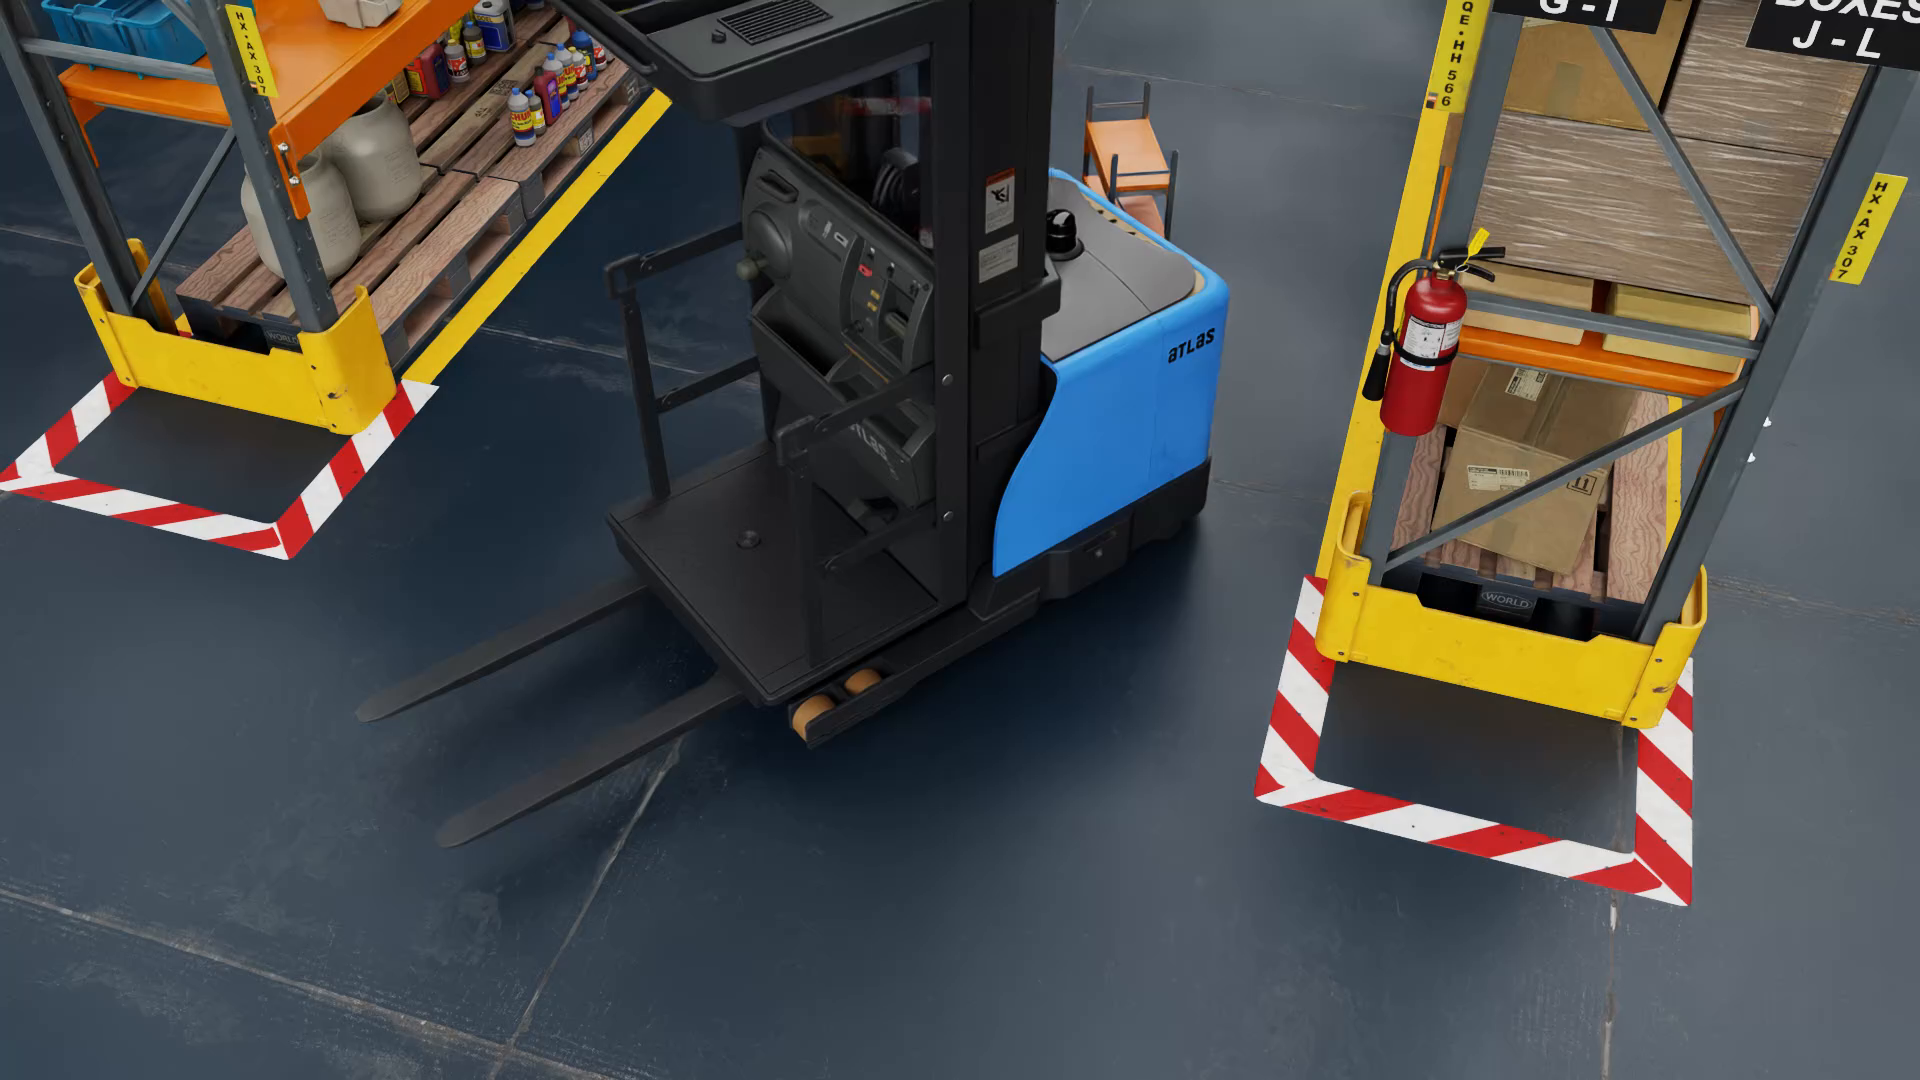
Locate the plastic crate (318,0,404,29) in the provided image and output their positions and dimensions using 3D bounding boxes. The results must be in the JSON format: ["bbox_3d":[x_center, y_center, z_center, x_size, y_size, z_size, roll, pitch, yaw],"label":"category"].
[{"bbox_3d":[-2.321,-2.094,6.433,0.298,0.136,0.250,13,46,13],"label":"plastic crate"}]

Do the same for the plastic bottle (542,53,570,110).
[{"bbox_3d":[-1.948,-2.213,8.003,0.097,0.271,0.097,0,44,0],"label":"plastic bottle"}]

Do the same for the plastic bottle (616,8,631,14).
[{"bbox_3d":[-1.763,-2.703,8.447,0.144,0.351,0.185,12,46,12],"label":"plastic bottle"}]

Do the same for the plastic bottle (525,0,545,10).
[{"bbox_3d":[-2.256,-2.936,8.741,0.097,0.271,0.097,0,44,0],"label":"plastic bottle"}]

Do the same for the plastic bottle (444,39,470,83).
[{"bbox_3d":[-2.491,-2.374,8.218,0.097,0.201,0.097,0,44,0],"label":"plastic bottle"}]

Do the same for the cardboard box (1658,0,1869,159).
[{"bbox_3d":[2.248,-1.419,4.556,0.500,0.500,0.500,13,46,13],"label":"cardboard box"}]

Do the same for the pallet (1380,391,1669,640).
[{"bbox_3d":[2.125,-0.199,6.302,1.003,0.211,1.213,13,46,13],"label":"pallet"}]

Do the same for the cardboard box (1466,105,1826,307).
[{"bbox_3d":[2.015,-1.113,4.959,0.875,0.500,0.500,13,46,13],"label":"cardboard box"}]

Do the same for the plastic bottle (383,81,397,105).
[{"bbox_3d":[-2.760,-2.134,7.972,0.097,0.201,0.097,0,44,0],"label":"plastic bottle"}]

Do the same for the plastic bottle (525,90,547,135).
[{"bbox_3d":[-2.021,-2.028,7.864,0.097,0.201,0.097,0,44,0],"label":"plastic bottle"}]

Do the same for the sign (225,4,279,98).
[{"bbox_3d":[-2.375,-1.639,5.582,0.100,0.325,0.005,13,46,13],"label":"sign"}]

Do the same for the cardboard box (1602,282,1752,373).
[{"bbox_3d":[2.136,-0.660,4.960,0.380,0.149,0.250,13,46,13],"label":"cardboard box"}]

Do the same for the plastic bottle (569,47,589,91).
[{"bbox_3d":[-1.888,-2.320,8.163,0.097,0.201,0.097,0,44,0],"label":"plastic bottle"}]

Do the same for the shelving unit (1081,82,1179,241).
[{"bbox_3d":[0.633,-1.124,6.541,0.258,1.200,0.503,-5,45,-5],"label":"shelving unit"}]

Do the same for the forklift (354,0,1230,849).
[{"bbox_3d":[-0.550,-0.788,4.960,3.031,2.935,1.130,-28,51,-26],"label":"forklift"}]

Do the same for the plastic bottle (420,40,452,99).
[{"bbox_3d":[-2.556,-2.303,8.086,0.061,0.283,0.133,13,46,13],"label":"plastic bottle"}]

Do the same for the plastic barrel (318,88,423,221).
[{"bbox_3d":[-2.620,-1.709,7.331,0.421,0.512,0.421,0,44,0],"label":"plastic barrel"}]

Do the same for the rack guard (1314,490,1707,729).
[{"bbox_3d":[1.845,0.232,5.655,1.175,0.500,0.348,13,46,13],"label":"rack guard"}]

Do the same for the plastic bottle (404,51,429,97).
[{"bbox_3d":[-2.657,-2.323,8.112,0.152,0.276,0.135,13,46,13],"label":"plastic bottle"}]

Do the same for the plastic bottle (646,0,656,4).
[{"bbox_3d":[-1.665,-2.918,8.667,0.144,0.351,0.185,10,45,10],"label":"plastic bottle"}]

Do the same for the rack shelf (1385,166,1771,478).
[{"bbox_3d":[2.428,-1.687,6.343,1.077,0.370,4.000,13,46,13],"label":"rack shelf"}]

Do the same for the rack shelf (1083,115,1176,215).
[{"bbox_3d":[0.633,-1.405,6.266,0.258,0.148,0.480,-5,45,-5],"label":"rack shelf"}]

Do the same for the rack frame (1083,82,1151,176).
[{"bbox_3d":[0.603,-1.294,6.714,0.240,1.200,0.015,-5,45,-5],"label":"rack frame"}]

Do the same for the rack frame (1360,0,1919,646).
[{"bbox_3d":[1.822,-0.611,4.729,1.000,3.000,0.127,13,46,13],"label":"rack frame"}]

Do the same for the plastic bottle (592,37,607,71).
[{"bbox_3d":[-1.826,-2.457,8.303,0.097,0.201,0.097,0,44,0],"label":"plastic bottle"}]

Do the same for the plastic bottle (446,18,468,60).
[{"bbox_3d":[-2.569,-2.553,8.294,0.144,0.351,0.185,14,46,14],"label":"plastic bottle"}]

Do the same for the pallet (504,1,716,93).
[{"bbox_3d":[-1.930,-2.890,9.053,1.003,0.211,1.213,13,46,13],"label":"pallet"}]

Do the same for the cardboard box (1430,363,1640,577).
[{"bbox_3d":[2.027,-0.280,5.878,0.500,0.500,0.500,21,48,20],"label":"cardboard box"}]

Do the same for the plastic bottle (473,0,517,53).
[{"bbox_3d":[-2.364,-2.636,8.432,0.152,0.276,0.135,13,46,13],"label":"plastic bottle"}]

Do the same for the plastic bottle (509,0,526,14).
[{"bbox_3d":[-2.384,-2.960,8.710,0.144,0.351,0.185,11,45,11],"label":"plastic bottle"}]

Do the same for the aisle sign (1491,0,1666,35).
[{"bbox_3d":[1.517,-1.562,3.843,0.394,0.787,0.004,13,46,13],"label":"aisle sign"}]

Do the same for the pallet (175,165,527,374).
[{"bbox_3d":[-2.669,-1.264,7.391,1.003,0.211,1.213,13,46,13],"label":"pallet"}]
